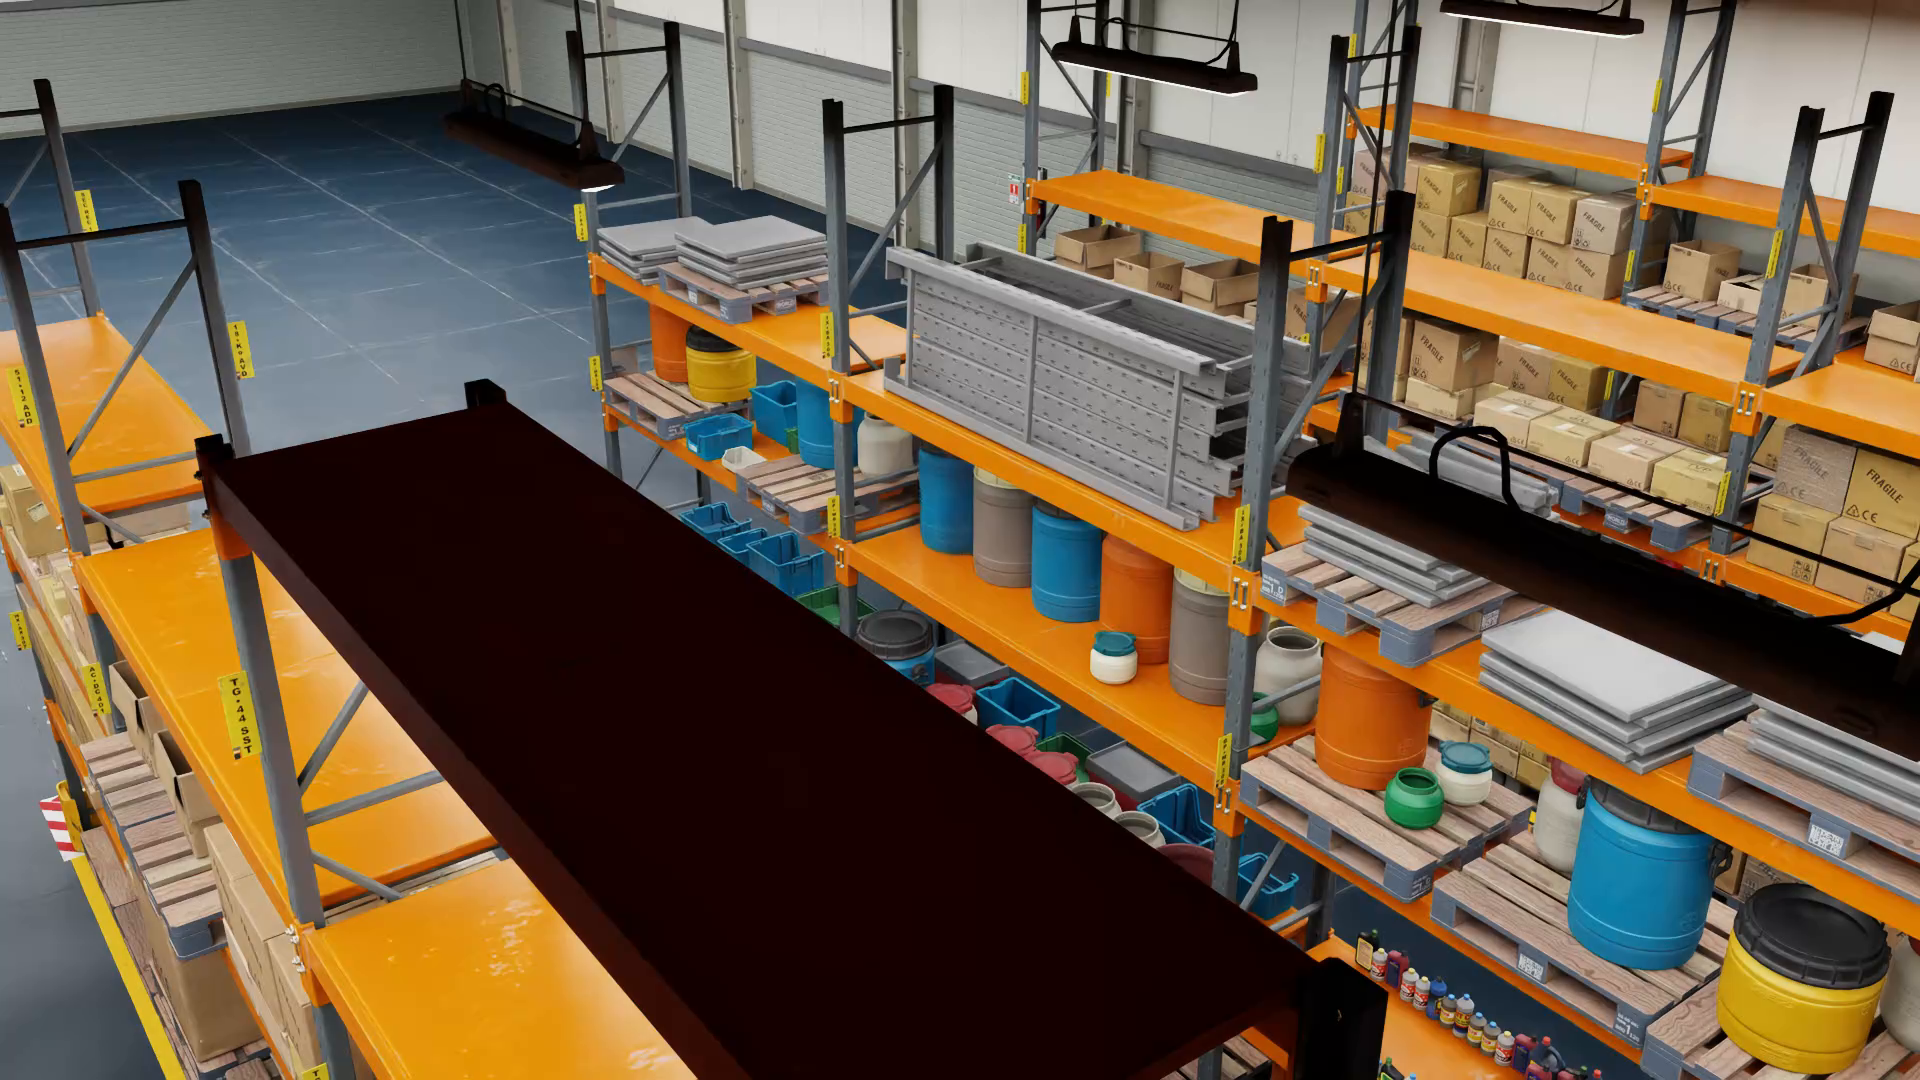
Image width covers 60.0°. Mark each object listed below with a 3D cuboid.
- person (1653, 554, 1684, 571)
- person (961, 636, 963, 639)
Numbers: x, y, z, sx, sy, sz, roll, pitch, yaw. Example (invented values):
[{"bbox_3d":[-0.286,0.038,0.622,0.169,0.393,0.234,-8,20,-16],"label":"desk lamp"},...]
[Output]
[{"bbox_3d":[6.414,0.732,15.426,0.785,1.736,0.614,22,33,39],"label":"person"},{"bbox_3d":[-0.038,0.657,15.699,0.498,1.556,0.815,-21,32,-38],"label":"person"}]
